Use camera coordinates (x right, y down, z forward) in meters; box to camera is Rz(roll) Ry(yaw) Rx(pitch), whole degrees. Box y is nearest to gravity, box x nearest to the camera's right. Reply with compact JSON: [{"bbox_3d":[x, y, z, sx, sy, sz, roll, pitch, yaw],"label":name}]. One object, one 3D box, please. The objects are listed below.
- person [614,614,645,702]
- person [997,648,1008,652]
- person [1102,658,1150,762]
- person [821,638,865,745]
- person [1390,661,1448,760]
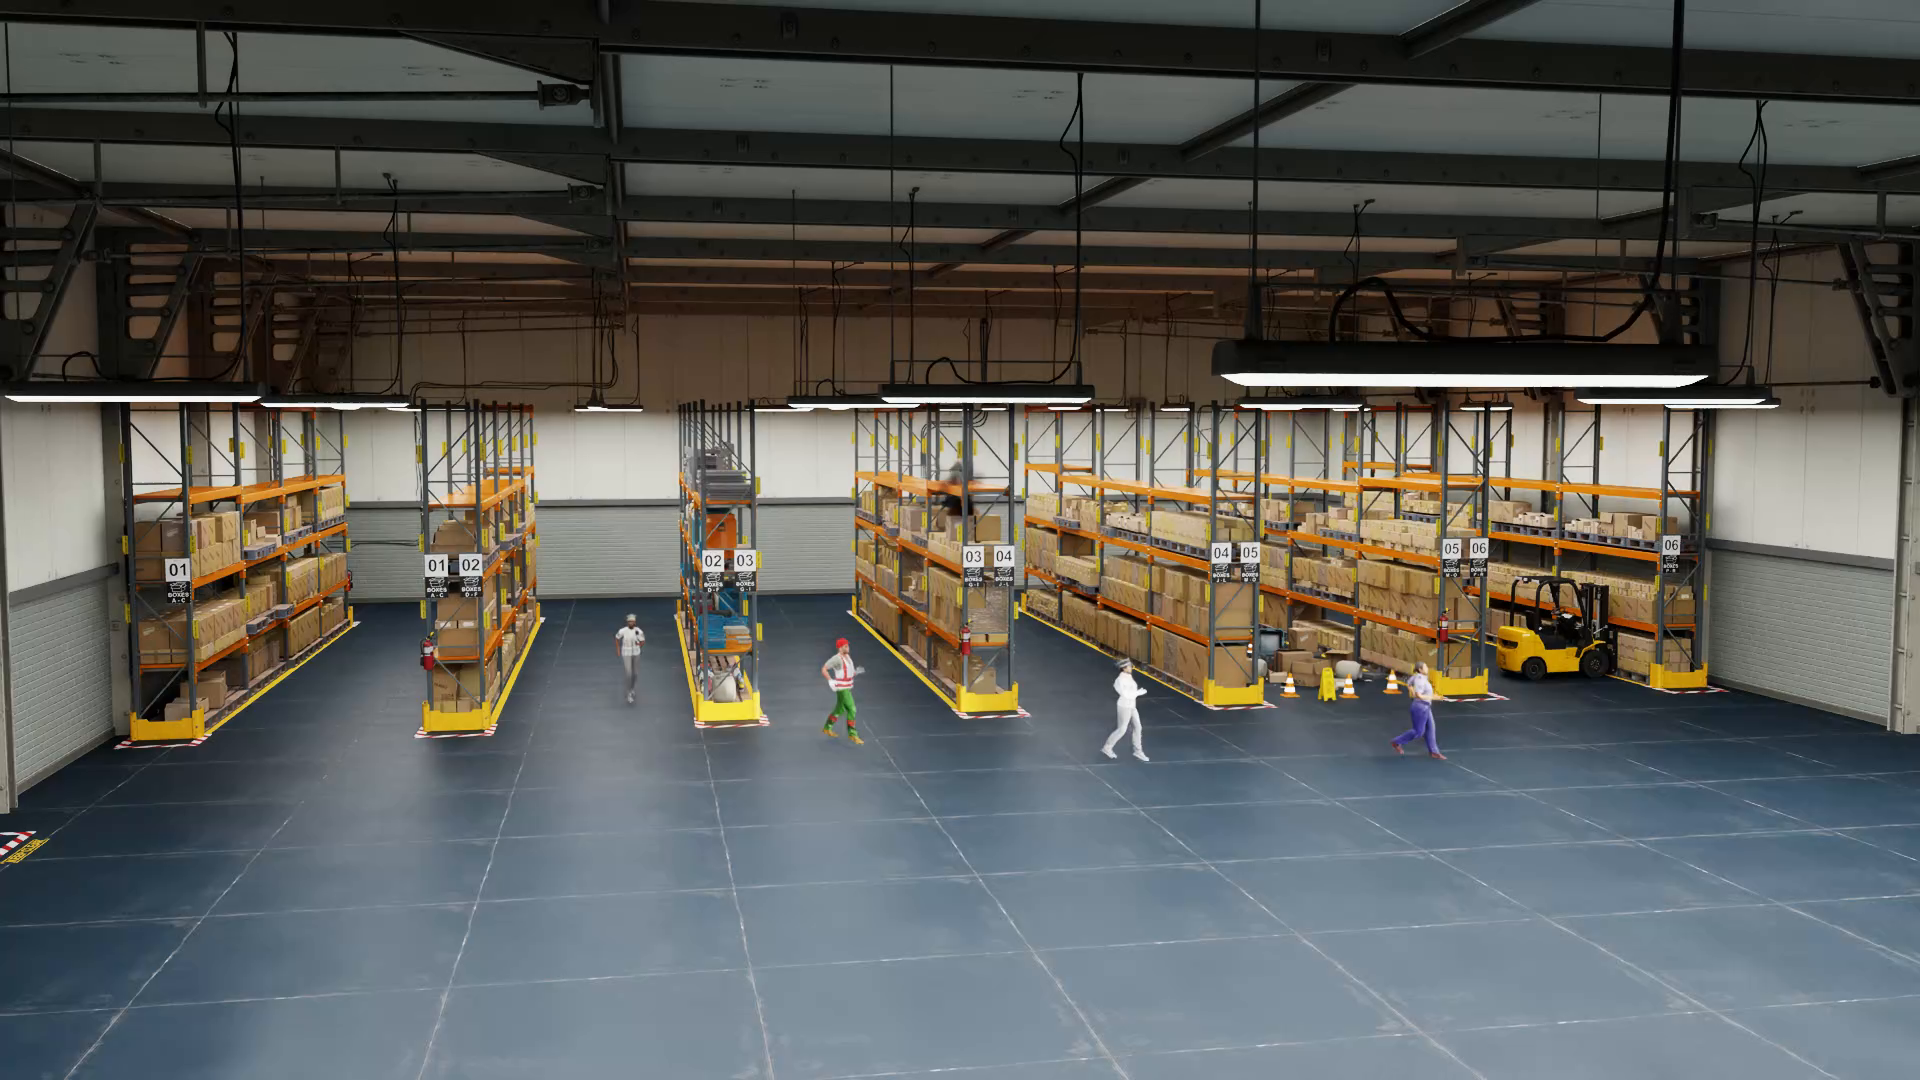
[{"bbox_3d":[-6.609,2.357,33.405,0.547,1.756,0.752,-2,5,-26],"label":"person"},{"bbox_3d":[1.075,1.917,39.517,0.632,1.764,0.722,-1,4,-14],"label":"person"},{"bbox_3d":[2.733,2.792,27.416,0.784,1.730,0.600,1,5,18],"label":"person"},{"bbox_3d":[-2.045,2.625,28.990,0.855,1.832,0.654,1,5,18],"label":"person"},{"bbox_3d":[7.604,2.819,27.513,0.921,1.648,0.609,1,5,18],"label":"person"}]
